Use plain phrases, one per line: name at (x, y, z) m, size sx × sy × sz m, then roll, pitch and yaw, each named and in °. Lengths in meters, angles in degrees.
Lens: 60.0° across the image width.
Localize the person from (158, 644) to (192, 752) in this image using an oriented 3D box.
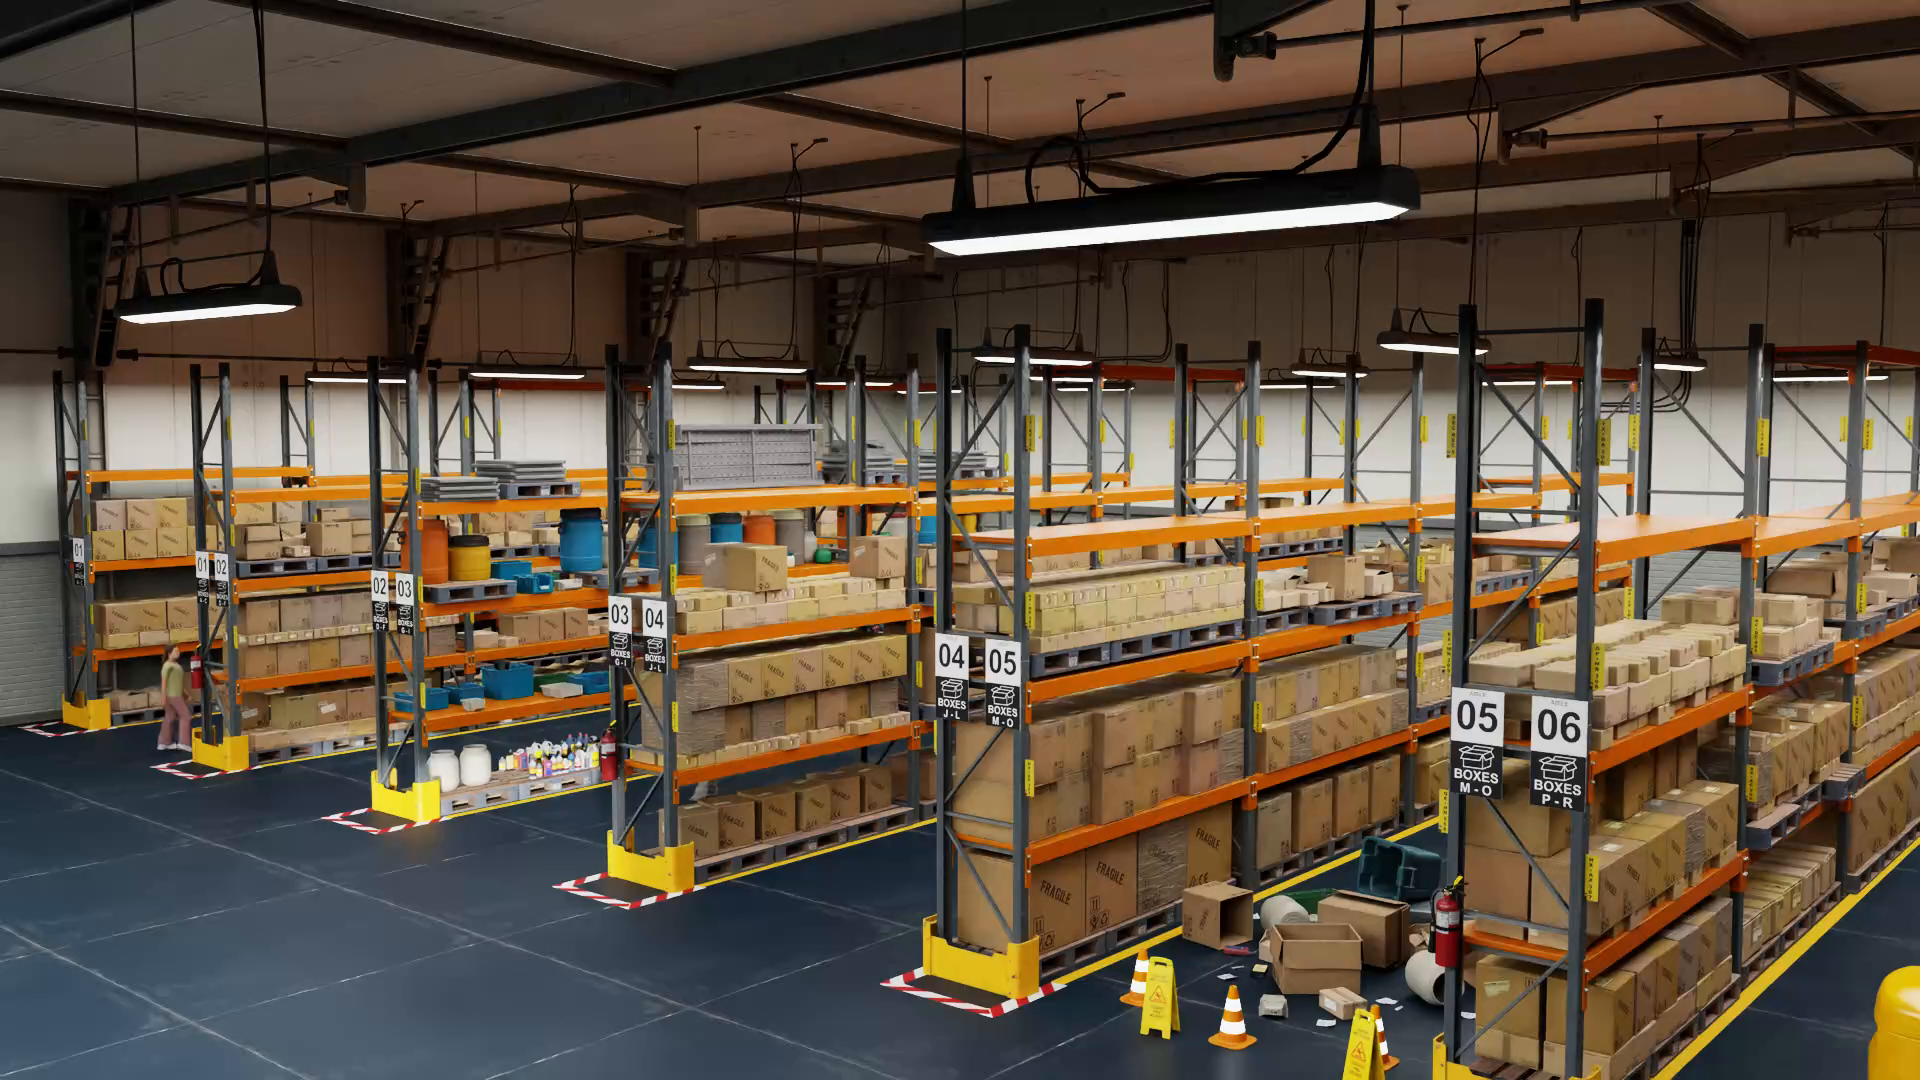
person at (-12.250, 2.477, 25.978) m, size 0.564 × 1.727 × 0.441 m, roll -2°, pitch 4°, yaw -22°

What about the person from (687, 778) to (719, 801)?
person at (-3.448, 2.655, 22.797) m, size 0.392 × 1.825 × 0.633 m, roll 2°, pitch 5°, yaw 25°
